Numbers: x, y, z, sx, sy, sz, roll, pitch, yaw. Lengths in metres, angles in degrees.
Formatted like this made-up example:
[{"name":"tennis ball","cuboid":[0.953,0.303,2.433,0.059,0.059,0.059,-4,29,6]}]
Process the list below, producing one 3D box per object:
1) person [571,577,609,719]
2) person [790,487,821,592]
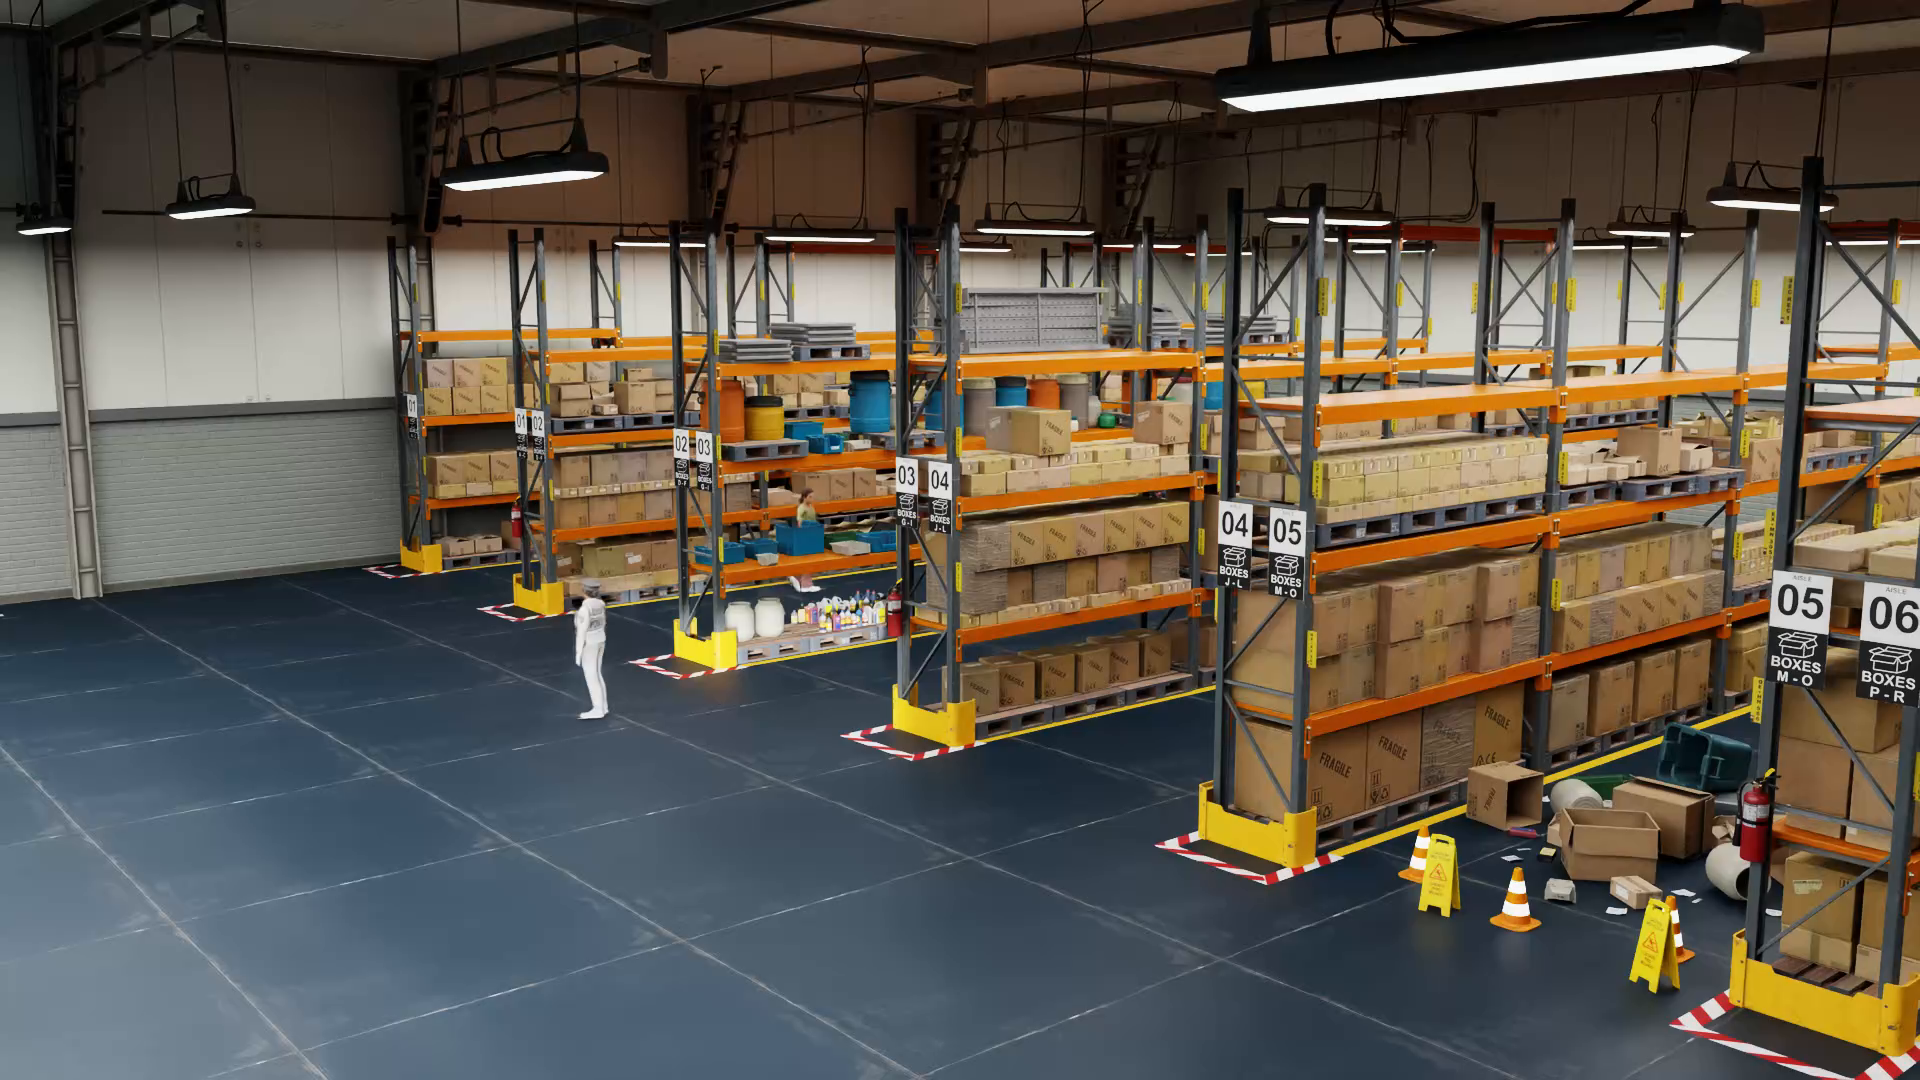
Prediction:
[{"name":"person","cuboid":[-4.420,1.305,19.894,0.366,1.723,0.583,3,9,17]},{"name":"person","cuboid":[-2.467,0.002,26.387,0.489,1.699,0.452,-1,9,-6]}]
